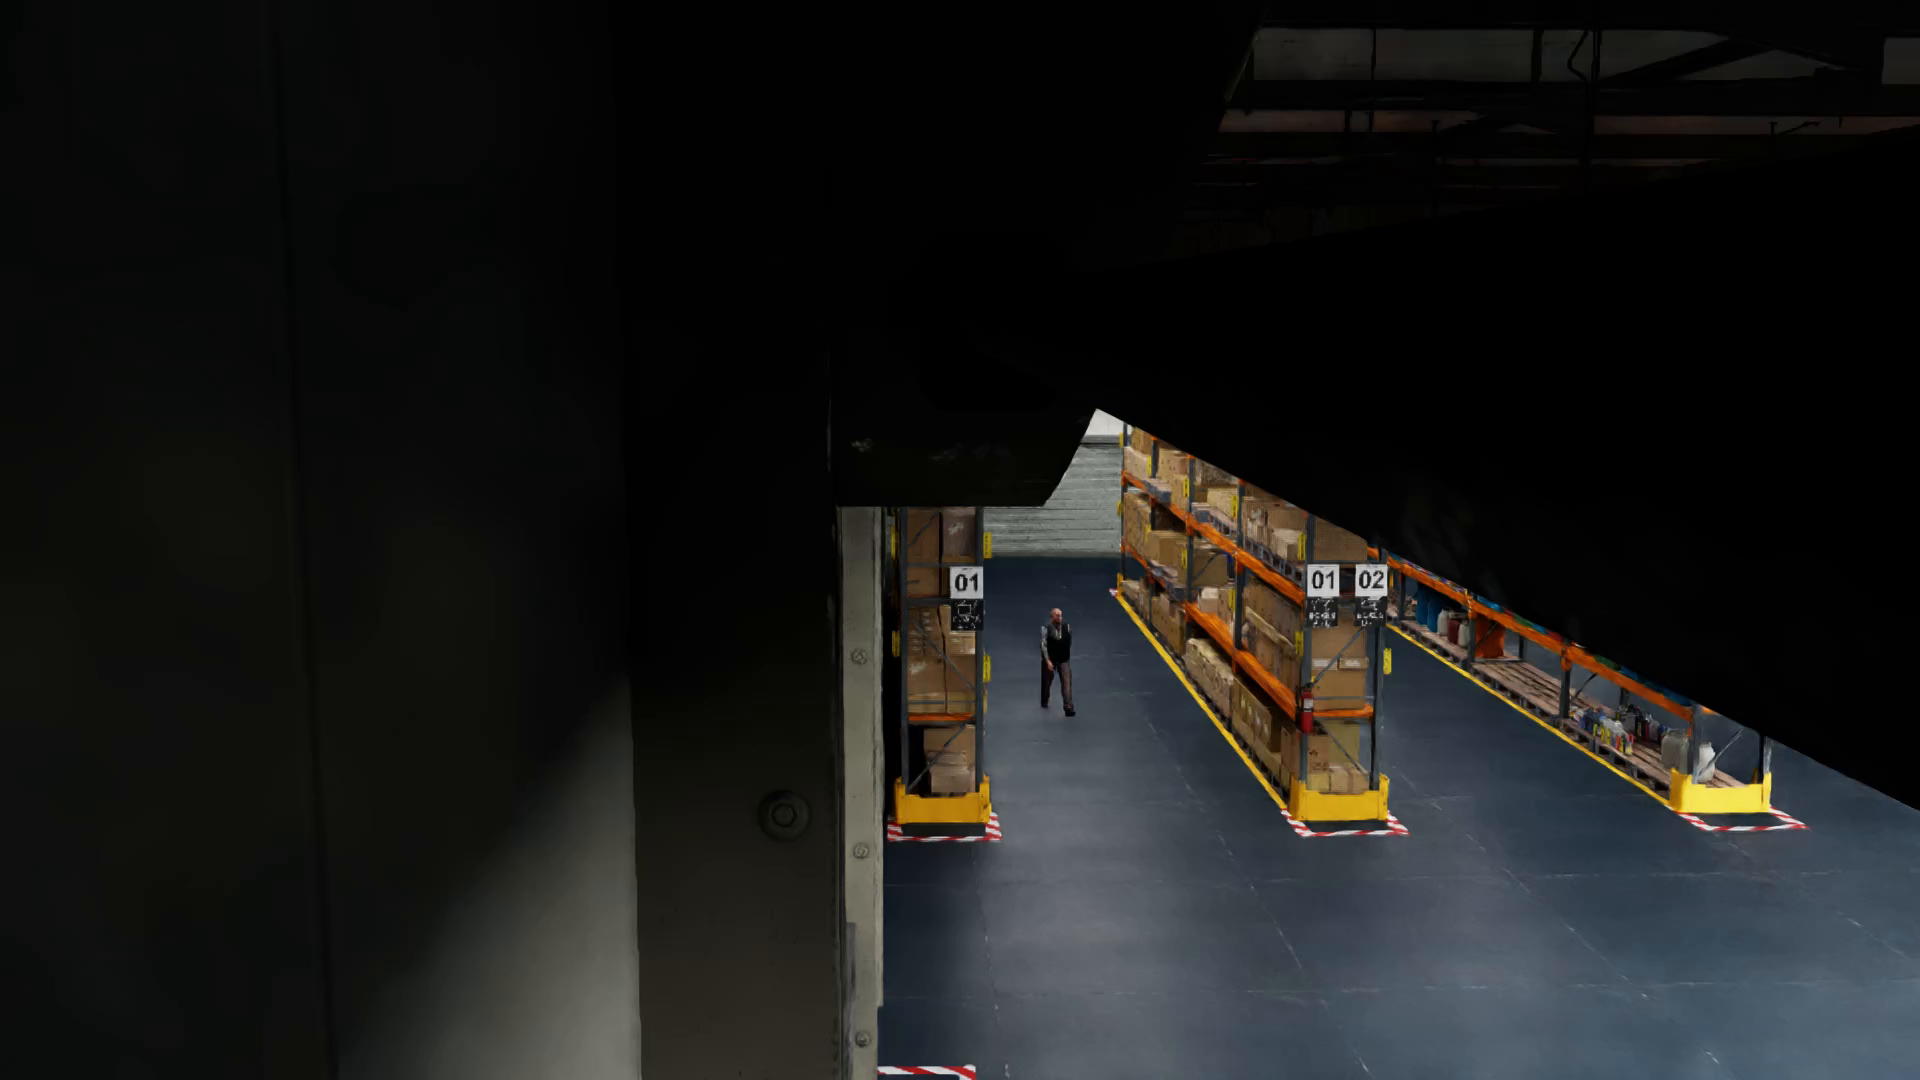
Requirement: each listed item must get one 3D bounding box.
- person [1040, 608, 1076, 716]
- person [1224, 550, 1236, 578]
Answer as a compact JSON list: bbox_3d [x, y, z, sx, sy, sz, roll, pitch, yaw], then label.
[{"bbox_3d":[1.489,1.878,25.884,0.537,1.652,1.028,-2,8,-11],"label":"person"},{"bbox_3d":[5.606,0.585,35.343,0.592,1.604,0.513,-1,8,-4],"label":"person"}]
